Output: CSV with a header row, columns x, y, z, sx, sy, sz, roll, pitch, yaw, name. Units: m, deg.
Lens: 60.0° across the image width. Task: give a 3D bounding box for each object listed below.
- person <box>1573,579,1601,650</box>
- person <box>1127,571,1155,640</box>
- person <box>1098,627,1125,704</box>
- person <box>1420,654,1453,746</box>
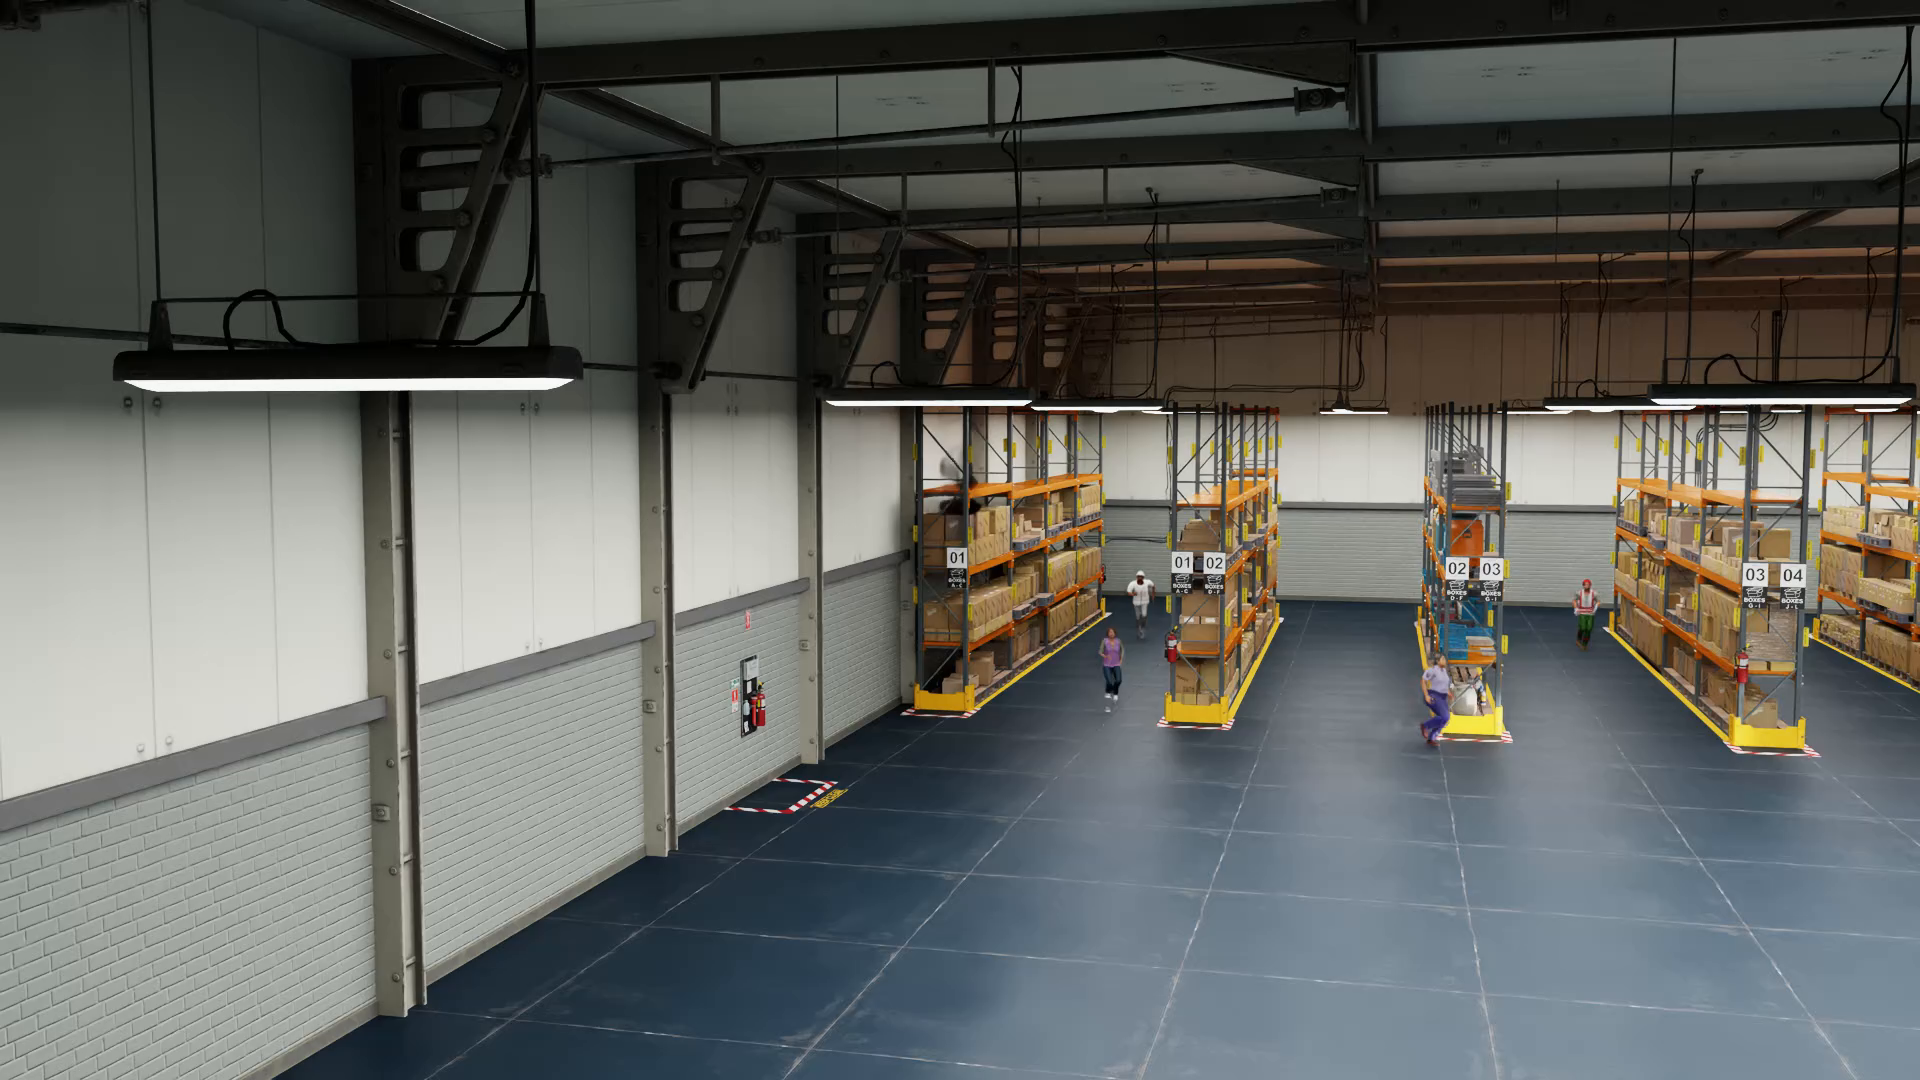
x,y,z,sx,sy,sz,roll,pitch,yaw,name
15.401,1.834,40.847,0.637,1.749,0.609,1,4,16,person
4.678,1.676,43.014,0.728,1.793,0.839,0,4,5,person
2.943,2.434,32.179,0.535,1.509,0.563,0,4,-3,person
8.402,2.792,29.077,0.645,1.574,0.512,-4,6,-44,person
